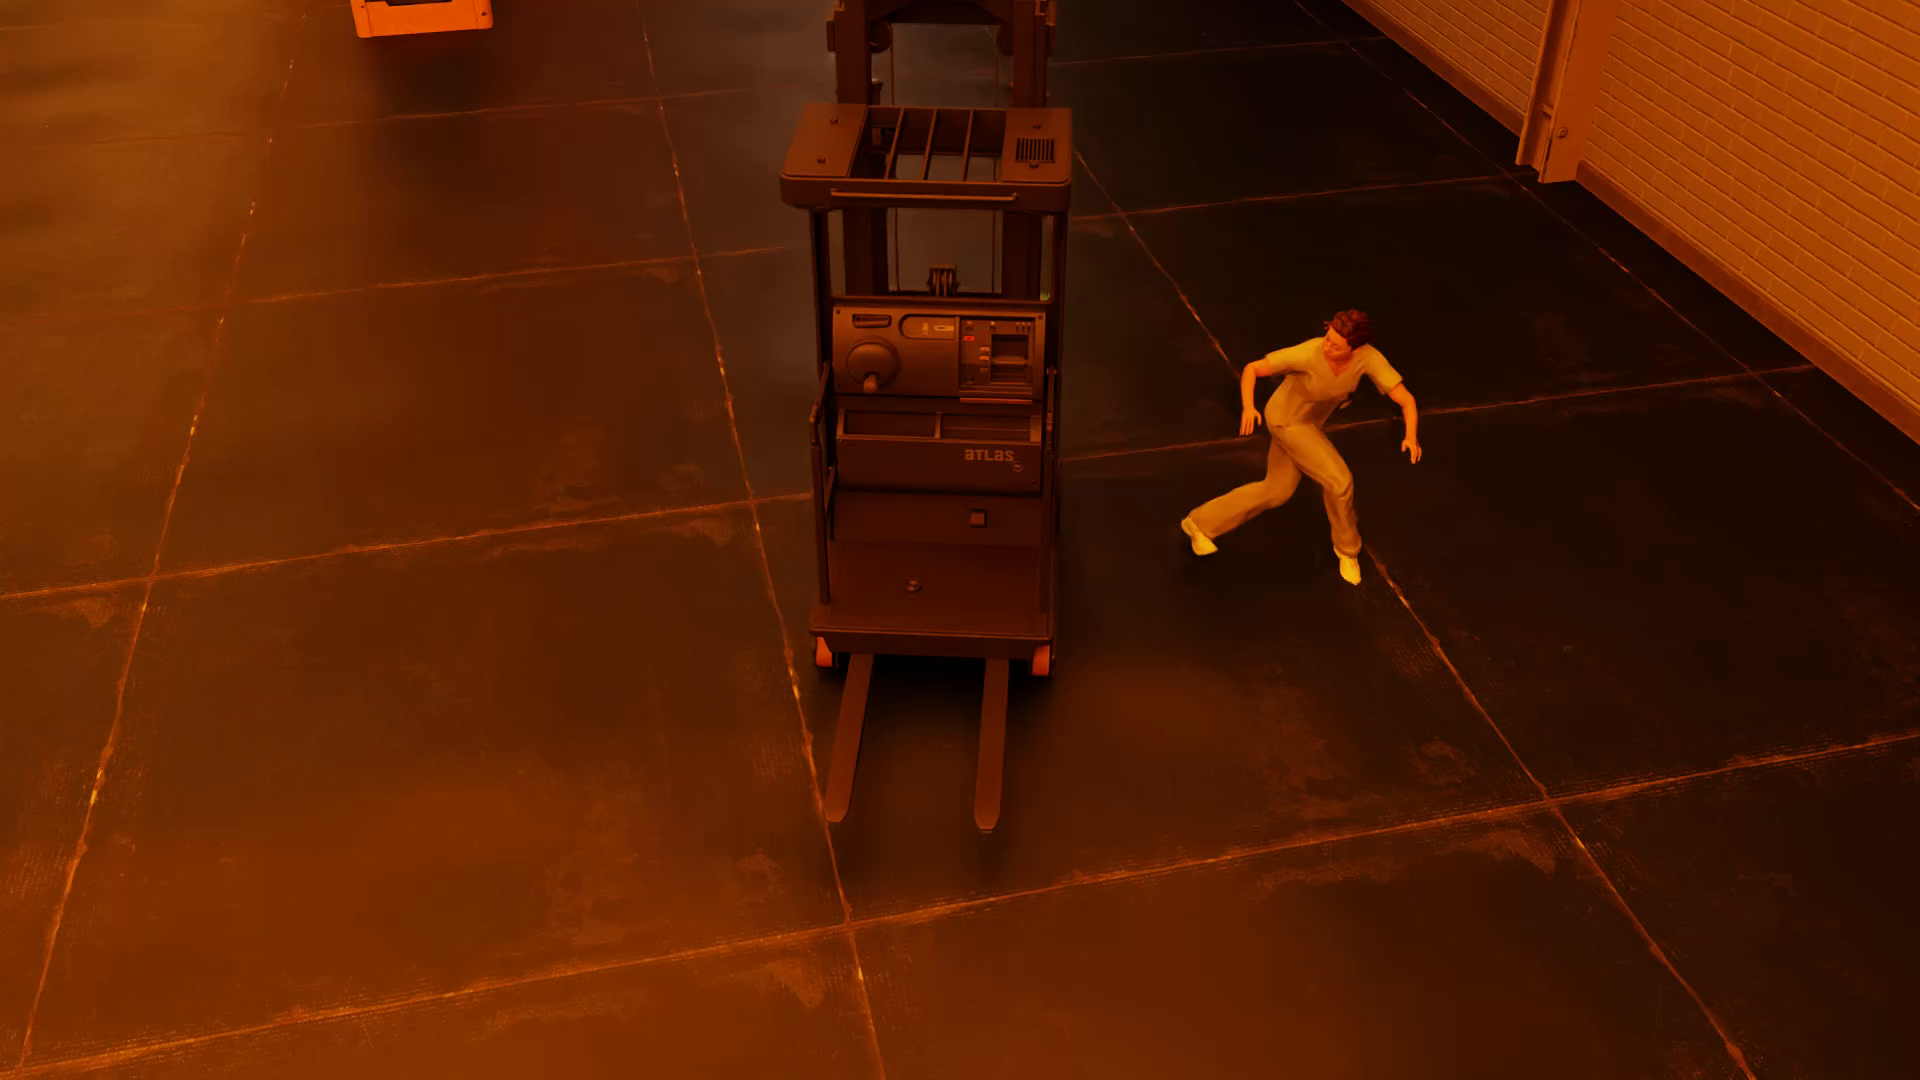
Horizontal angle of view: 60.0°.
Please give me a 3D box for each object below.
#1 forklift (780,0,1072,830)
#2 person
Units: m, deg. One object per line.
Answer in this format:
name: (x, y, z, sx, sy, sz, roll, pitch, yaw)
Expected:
forklift: (-0.104, -0.758, 7.104, 1.130, 2.935, 3.031, 2, 36, 3)
person: (1.651, -0.416, 7.937, 0.827, 1.462, 1.040, -24, 42, -29)
